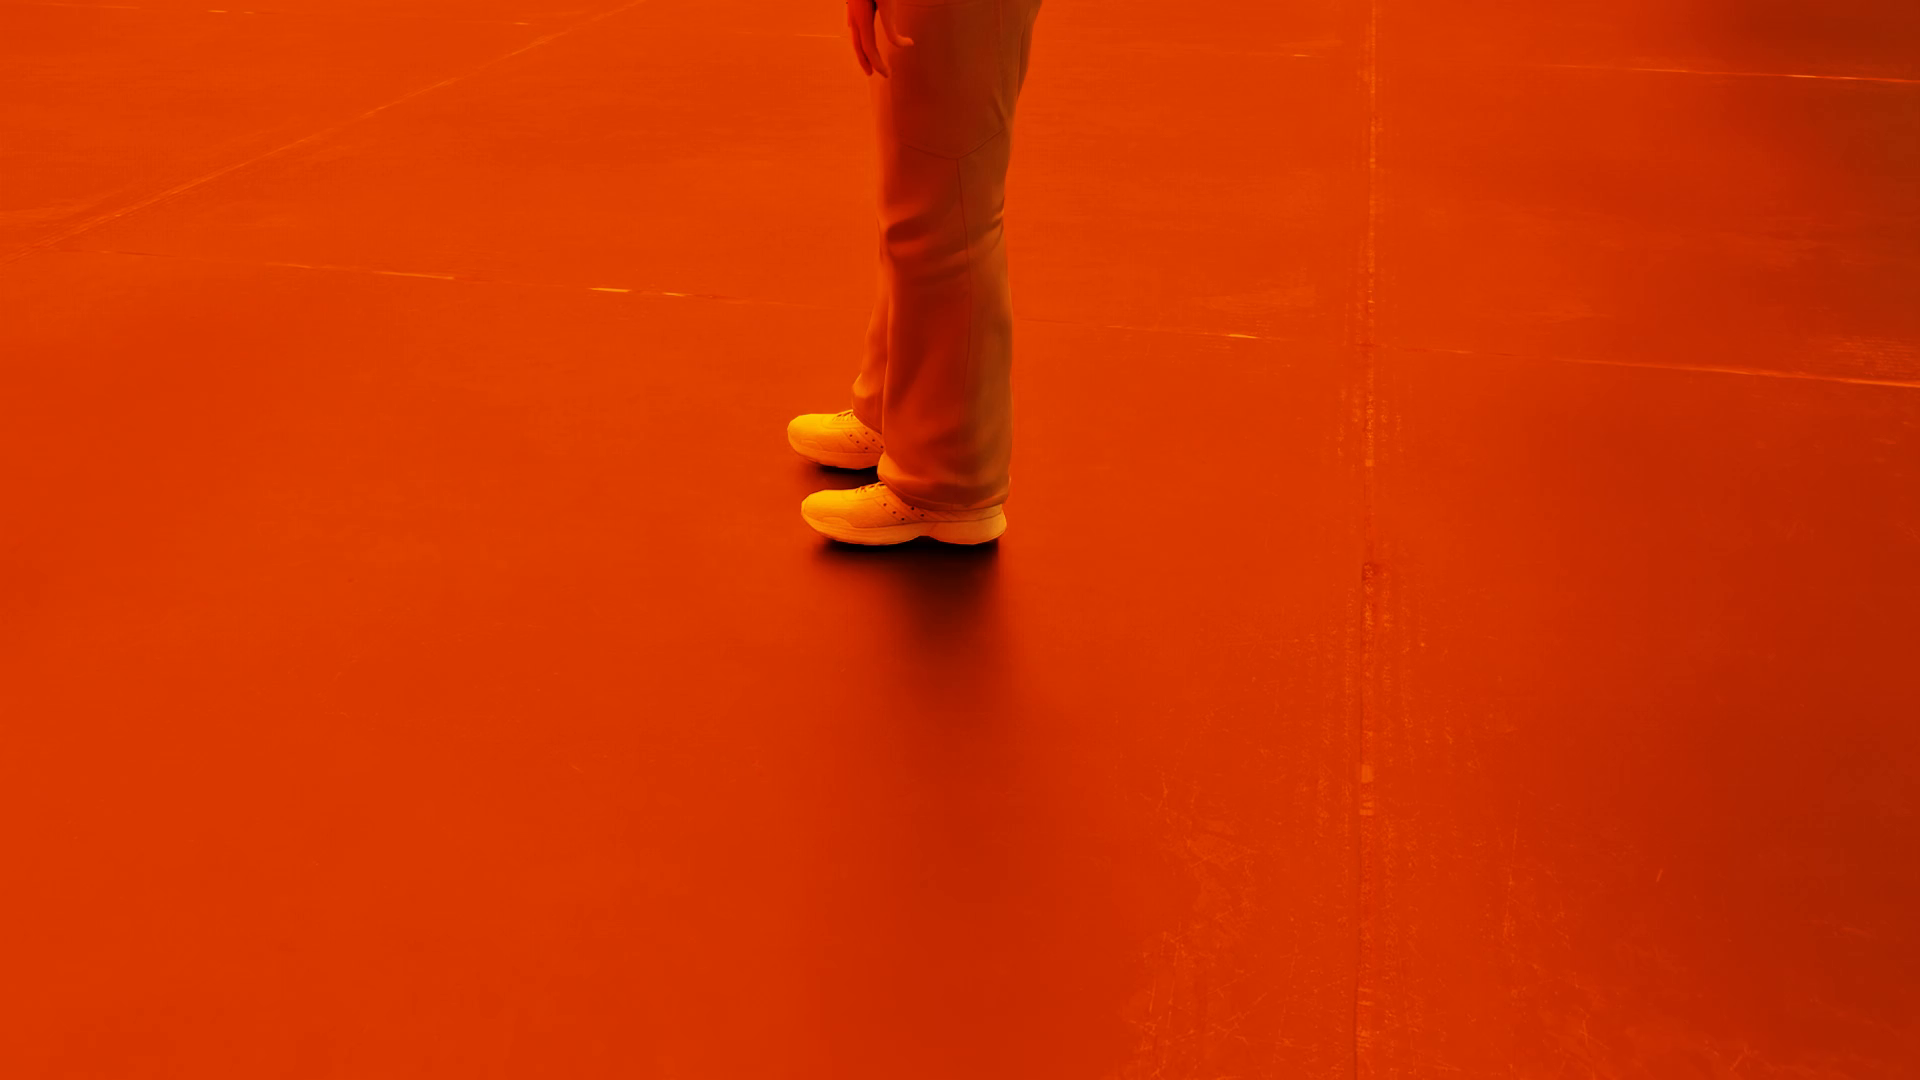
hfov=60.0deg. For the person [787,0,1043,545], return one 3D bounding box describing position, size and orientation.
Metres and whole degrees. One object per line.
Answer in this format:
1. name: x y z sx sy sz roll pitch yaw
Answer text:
1. person: -0.069 -0.768 2.146 0.549 1.675 0.549 6 27 11
